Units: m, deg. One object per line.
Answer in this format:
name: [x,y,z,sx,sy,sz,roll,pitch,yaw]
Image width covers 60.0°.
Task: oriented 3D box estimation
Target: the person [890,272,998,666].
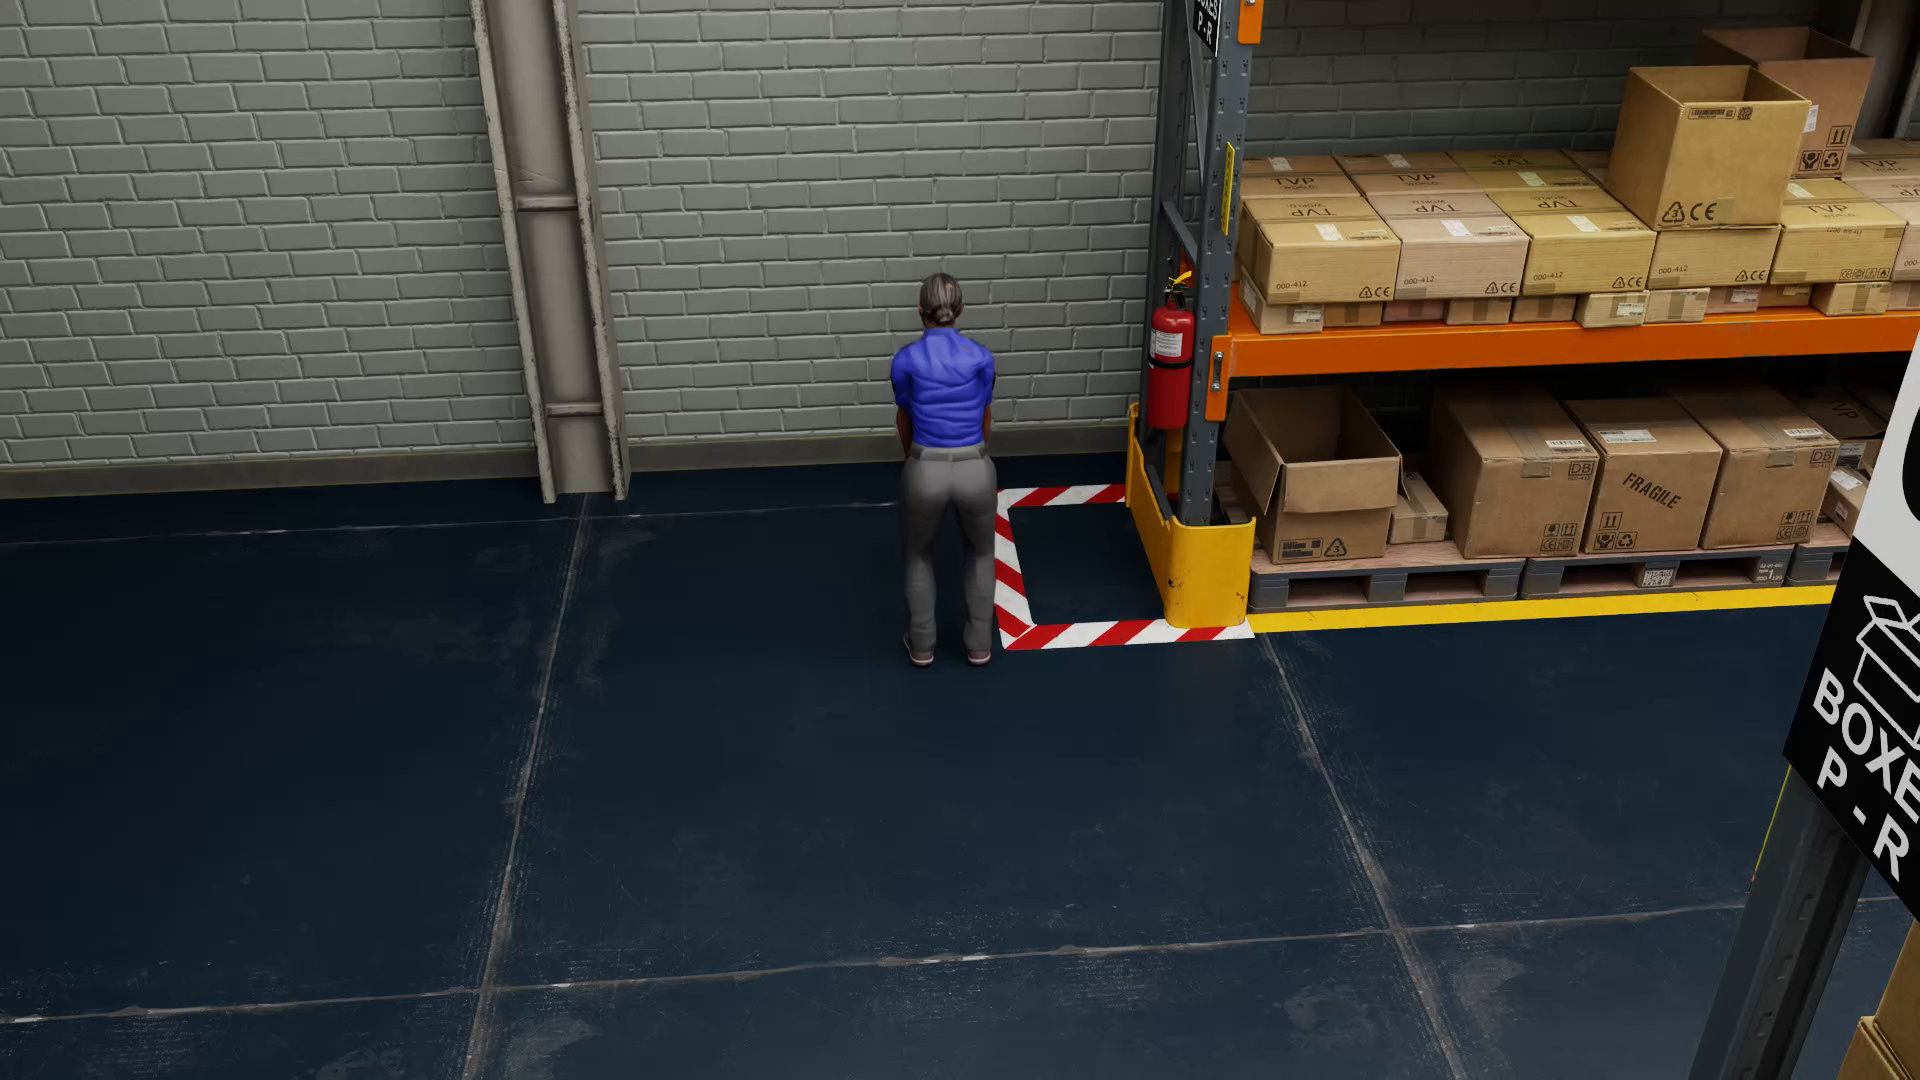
person: [-0.063,-0.274,6.634,0.411,1.621,0.551,-2,31,-4]
